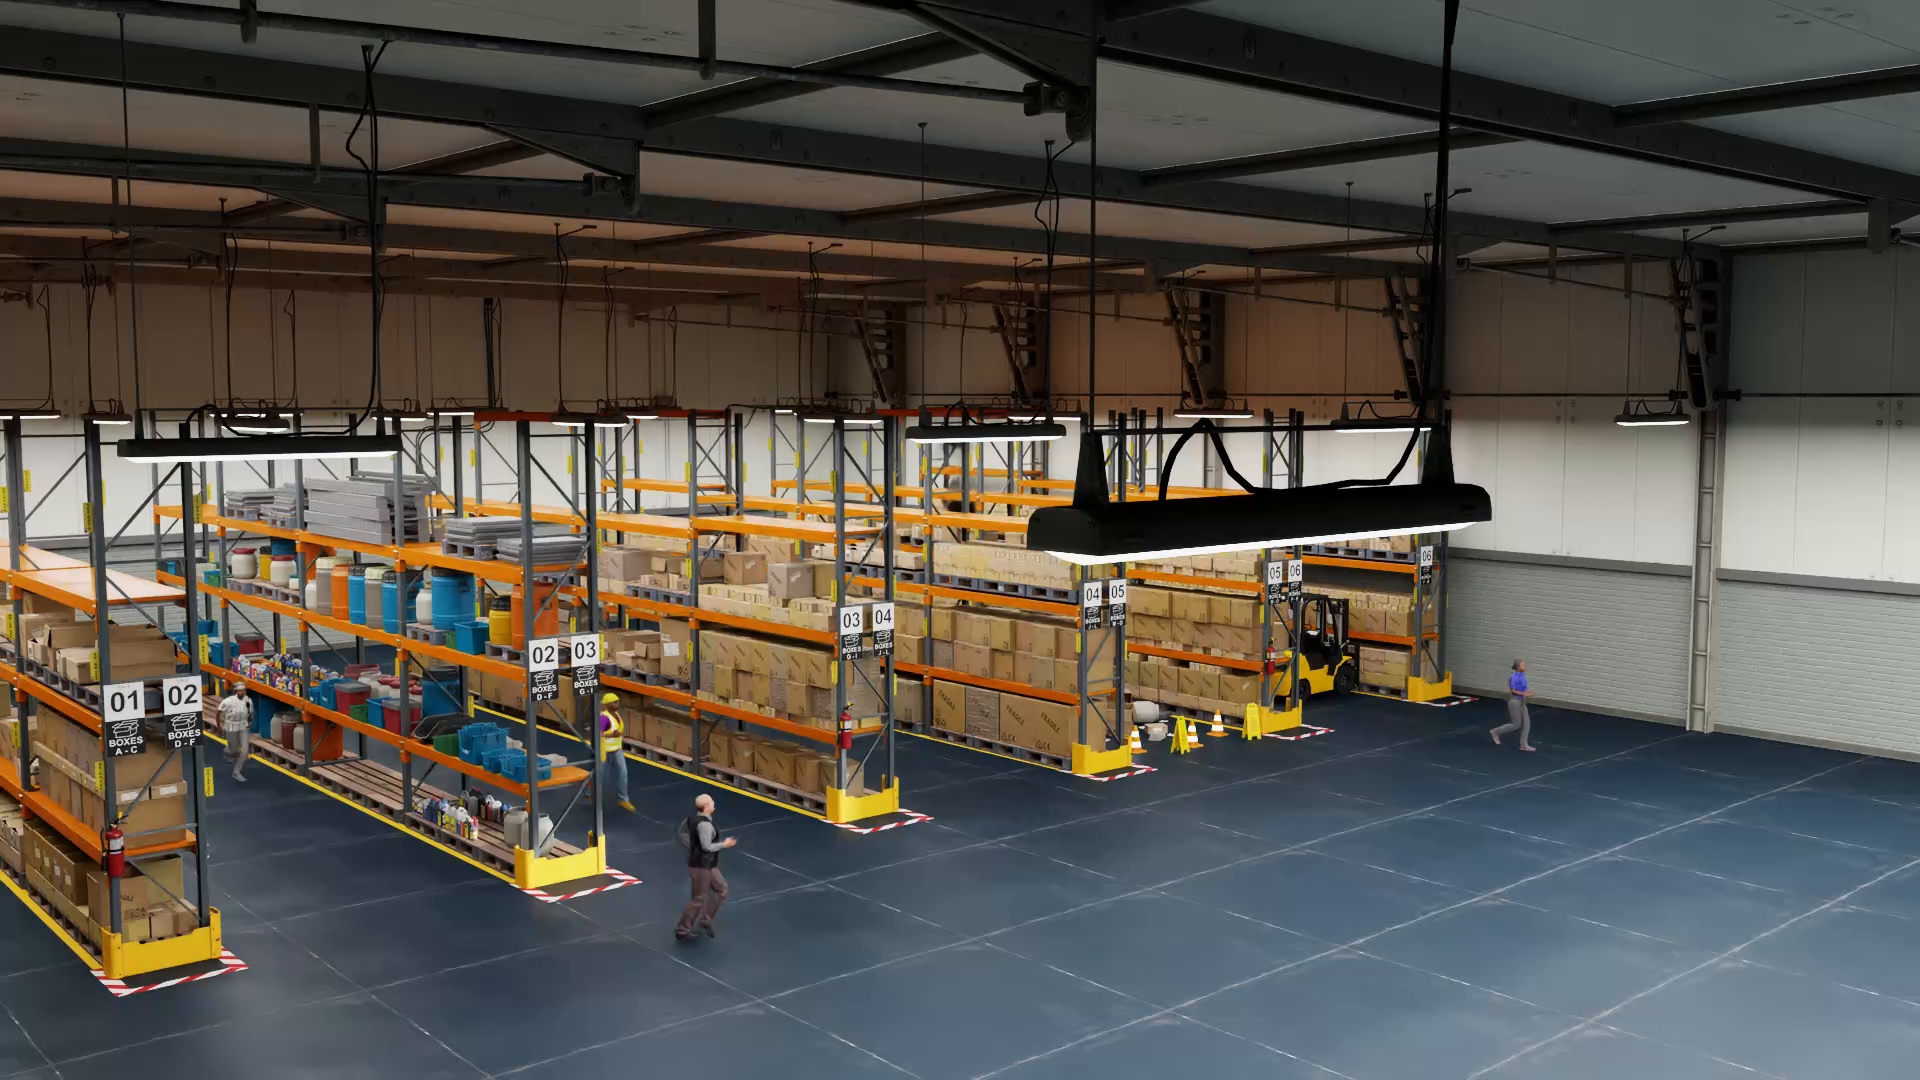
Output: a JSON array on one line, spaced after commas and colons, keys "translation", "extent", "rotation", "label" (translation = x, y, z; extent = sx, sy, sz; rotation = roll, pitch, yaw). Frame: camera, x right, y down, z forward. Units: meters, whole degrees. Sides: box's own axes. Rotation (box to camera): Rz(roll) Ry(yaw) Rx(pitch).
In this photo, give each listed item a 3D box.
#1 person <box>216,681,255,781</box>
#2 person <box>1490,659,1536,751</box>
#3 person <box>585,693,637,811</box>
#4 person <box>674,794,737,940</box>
[{"translation": [-11.921, 3.130, 27.393], "extent": [0.643, 1.656, 0.606], "rotation": [5, 7, 44], "label": "person"}, {"translation": [9.850, 2.917, 29.525], "extent": [0.788, 1.624, 0.585], "rotation": [3, 6, 32], "label": "person"}, {"translation": [-5.361, 3.227, 25.306], "extent": [0.868, 1.809, 0.670], "rotation": [2, 5, 23], "label": "person"}, {"translation": [-2.938, 3.804, 19.195], "extent": [0.727, 1.756, 0.624], "rotation": [-1, 5, -15], "label": "person"}]
